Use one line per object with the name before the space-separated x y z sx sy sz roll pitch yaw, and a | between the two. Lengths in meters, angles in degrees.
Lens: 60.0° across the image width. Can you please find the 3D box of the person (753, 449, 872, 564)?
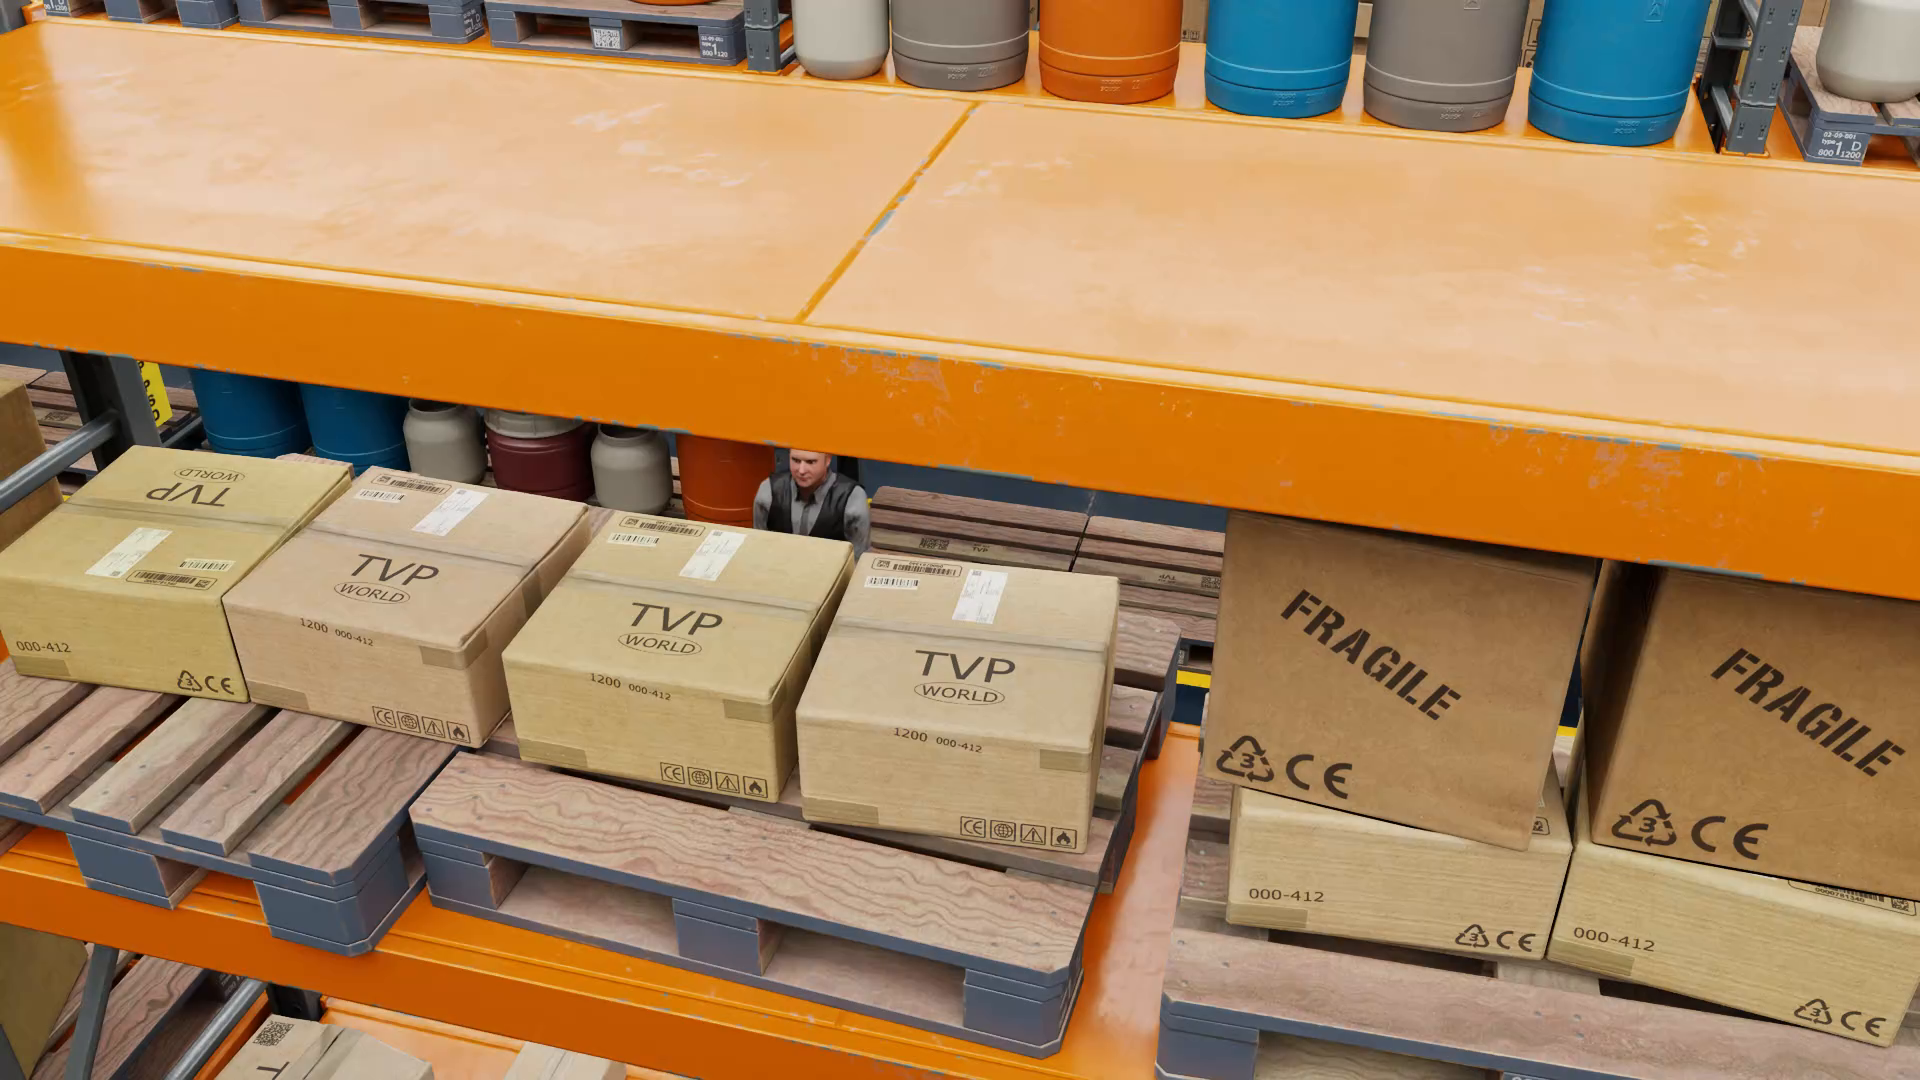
person | -0.638 0.302 7.205 0.539 1.727 0.504 8 33 12
